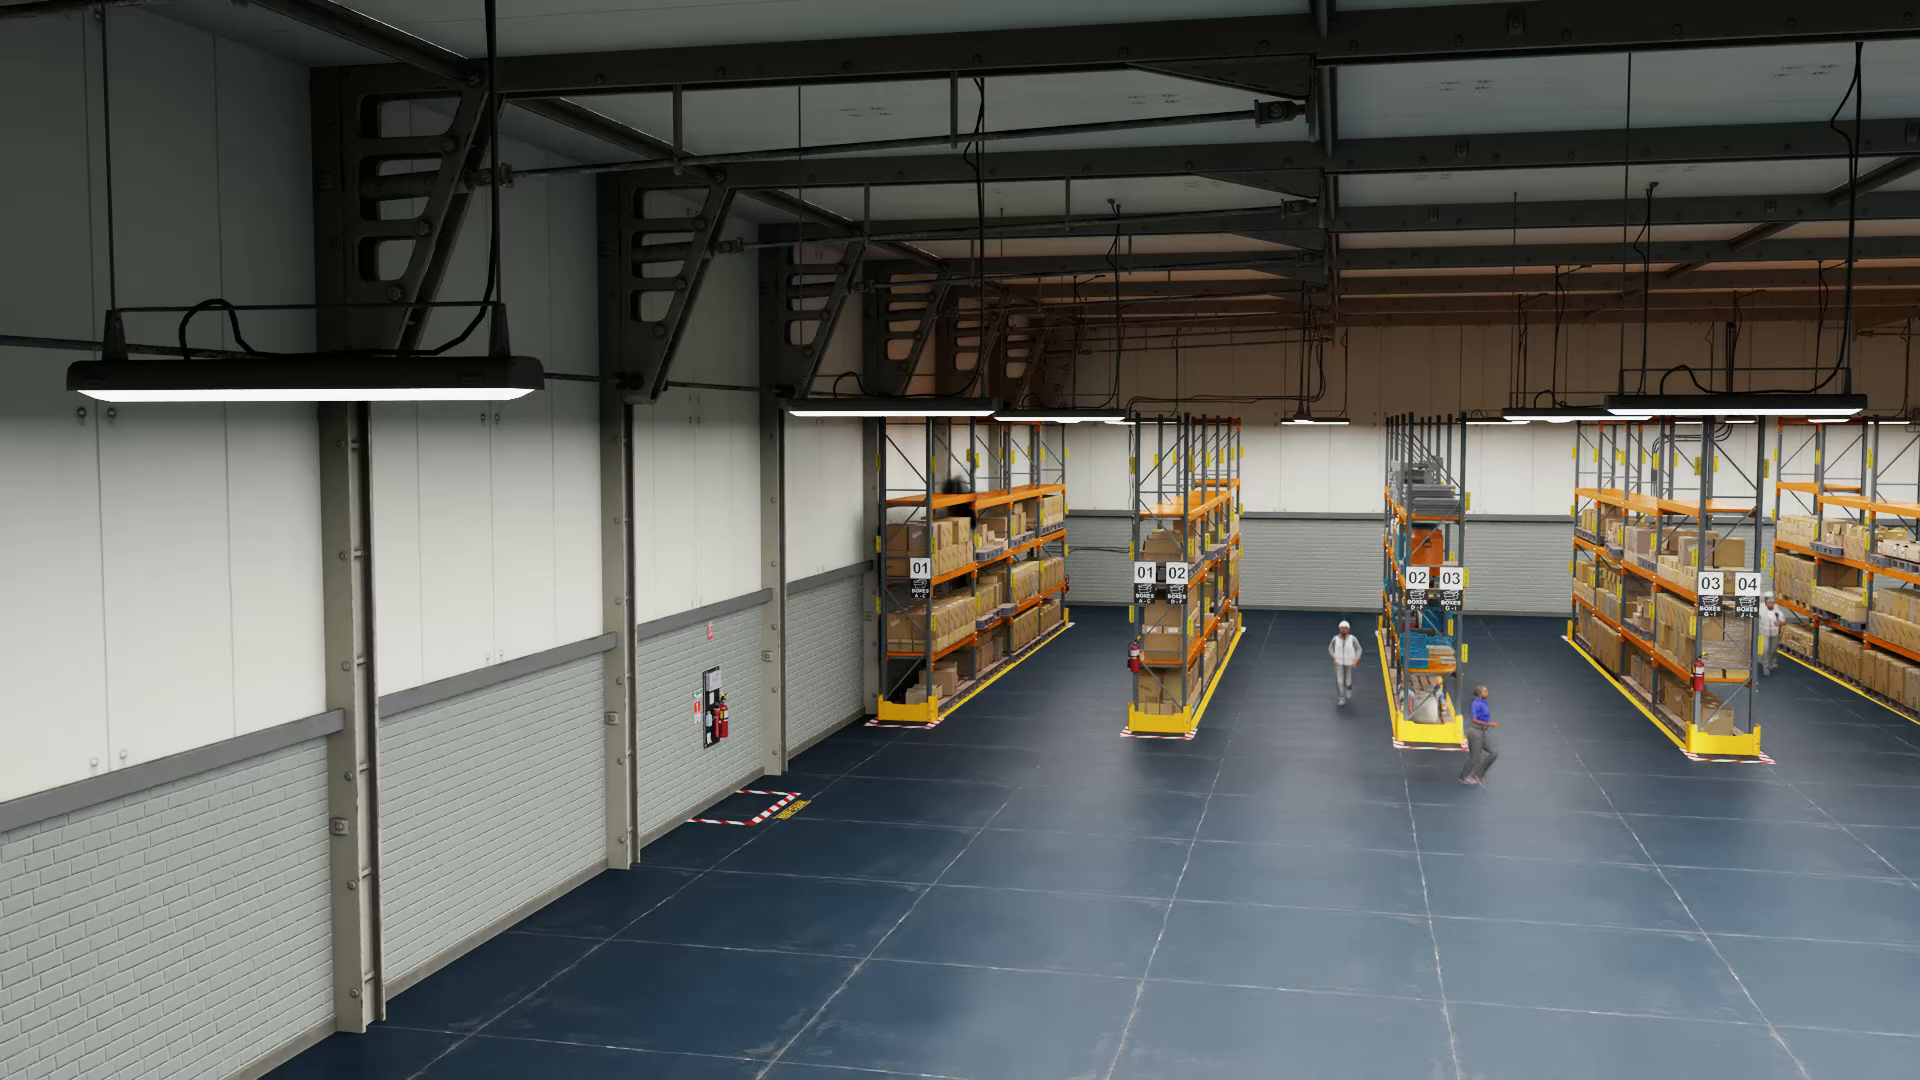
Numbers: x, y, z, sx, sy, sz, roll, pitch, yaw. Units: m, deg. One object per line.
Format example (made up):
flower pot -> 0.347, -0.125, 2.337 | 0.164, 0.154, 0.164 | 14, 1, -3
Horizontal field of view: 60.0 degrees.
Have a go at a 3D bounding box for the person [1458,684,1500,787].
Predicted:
person -> 8.272, 3.130, 26.442 | 0.677, 1.659, 0.567 | 3, 5, 37

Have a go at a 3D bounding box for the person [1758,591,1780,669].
person -> 19.360, 2.130, 39.883 | 0.719, 1.816, 0.834 | 0, 4, 5

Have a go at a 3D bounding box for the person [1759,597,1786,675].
person -> 18.825, 2.194, 38.676 | 0.666, 1.777, 0.966 | 1, 4, 17

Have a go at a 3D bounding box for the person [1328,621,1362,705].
person -> 7.955, 2.535, 34.397 | 0.690, 1.728, 0.600 | 1, 4, 15
